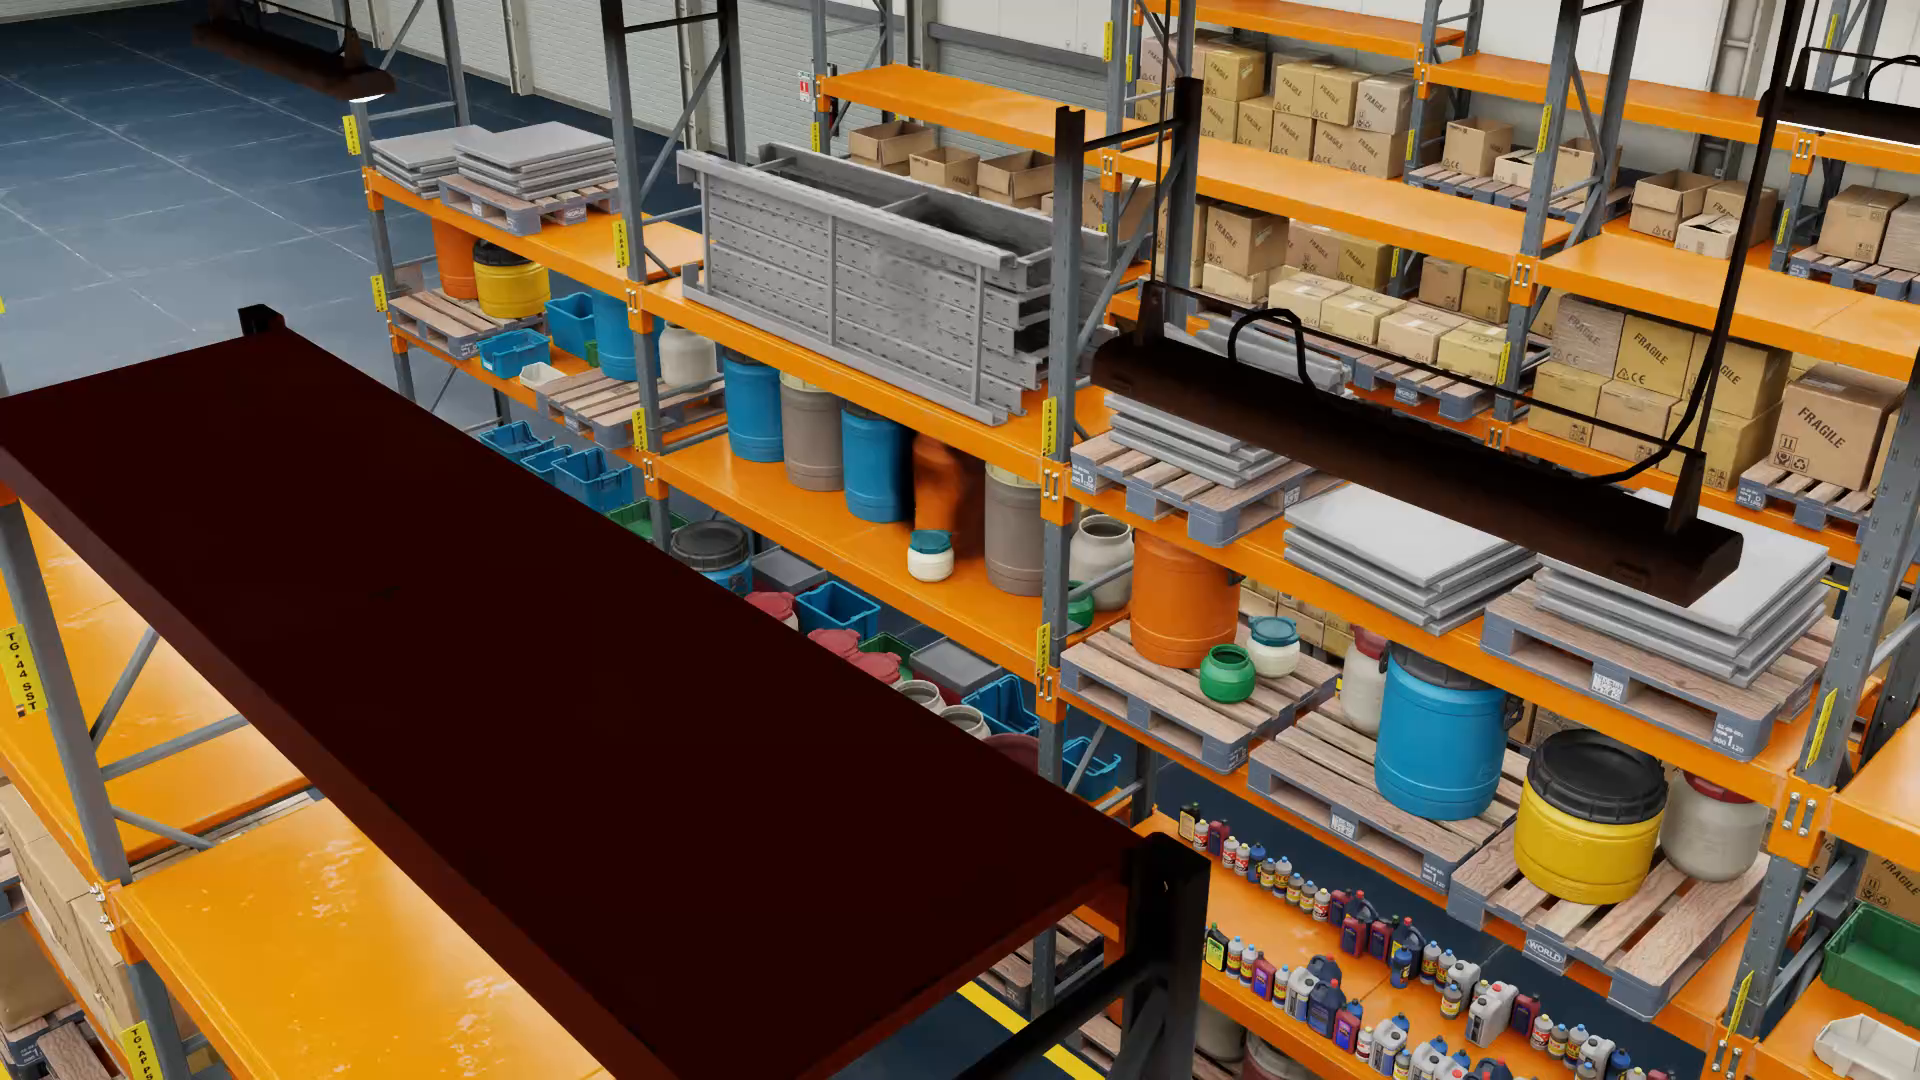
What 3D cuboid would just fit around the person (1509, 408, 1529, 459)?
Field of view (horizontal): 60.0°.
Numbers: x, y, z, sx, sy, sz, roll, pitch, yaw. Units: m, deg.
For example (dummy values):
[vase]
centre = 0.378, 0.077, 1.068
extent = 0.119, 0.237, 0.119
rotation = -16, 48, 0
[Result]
[person]
centre = 5.272, -0.464, 15.912
extent = 0.818, 1.740, 0.690
rotation = 20, 34, 33
